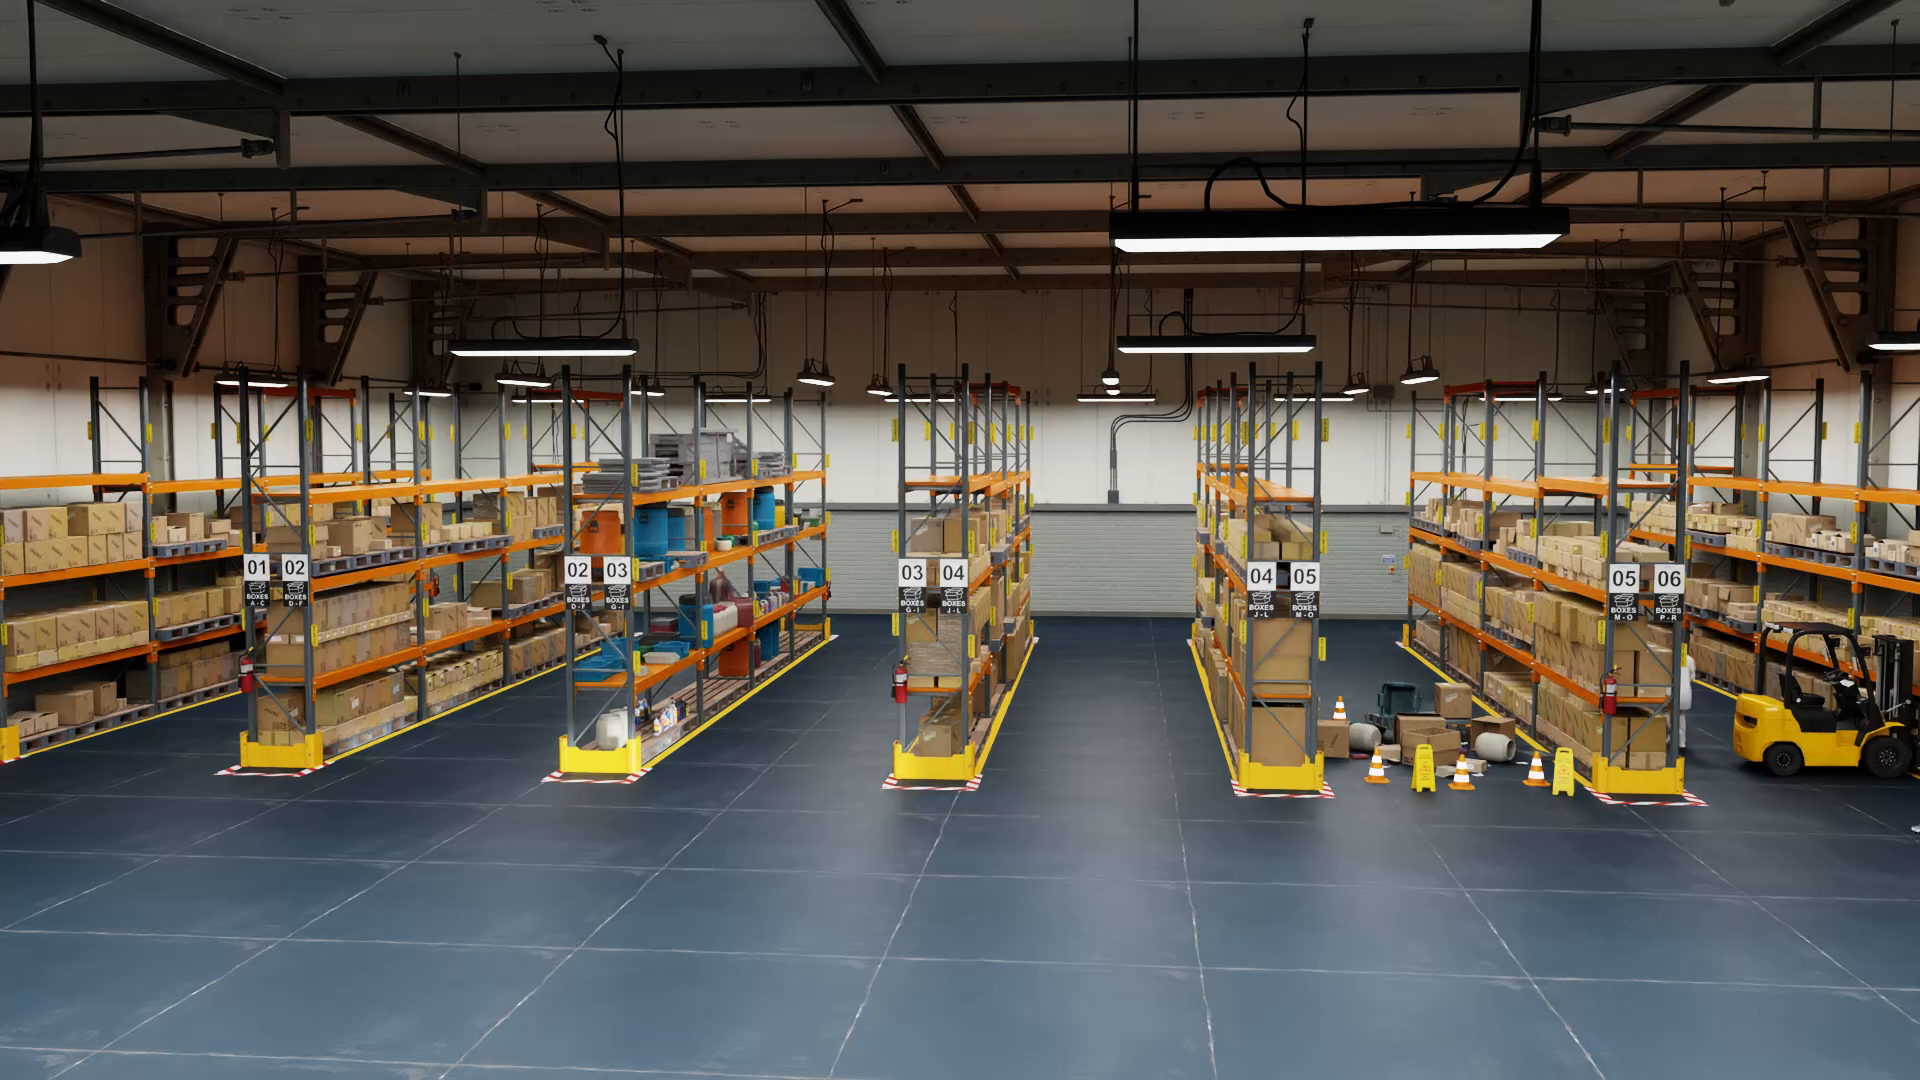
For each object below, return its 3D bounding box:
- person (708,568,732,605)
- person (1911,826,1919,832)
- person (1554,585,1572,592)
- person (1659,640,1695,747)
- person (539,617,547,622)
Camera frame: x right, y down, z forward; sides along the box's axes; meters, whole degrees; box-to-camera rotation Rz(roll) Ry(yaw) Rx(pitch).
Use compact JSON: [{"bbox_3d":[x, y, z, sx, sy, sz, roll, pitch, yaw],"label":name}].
[{"bbox_3d":[-5.783,1.552,39.979,0.682,1.760,1.038,1,4,14],"label":"person"},{"bbox_3d":[12.351,2.877,20.798,0.920,1.551,0.443,0,4,1],"label":"person"},{"bbox_3d":[14.923,1.499,41.095,0.996,1.733,0.562,0,4,-4],"label":"person"},{"bbox_3d":[11.520,2.457,26.717,0.635,1.672,0.819,0,4,7],"label":"person"},{"bbox_3d":[-11.094,1.365,43.839,0.899,1.633,0.446,3,5,42],"label":"person"}]
